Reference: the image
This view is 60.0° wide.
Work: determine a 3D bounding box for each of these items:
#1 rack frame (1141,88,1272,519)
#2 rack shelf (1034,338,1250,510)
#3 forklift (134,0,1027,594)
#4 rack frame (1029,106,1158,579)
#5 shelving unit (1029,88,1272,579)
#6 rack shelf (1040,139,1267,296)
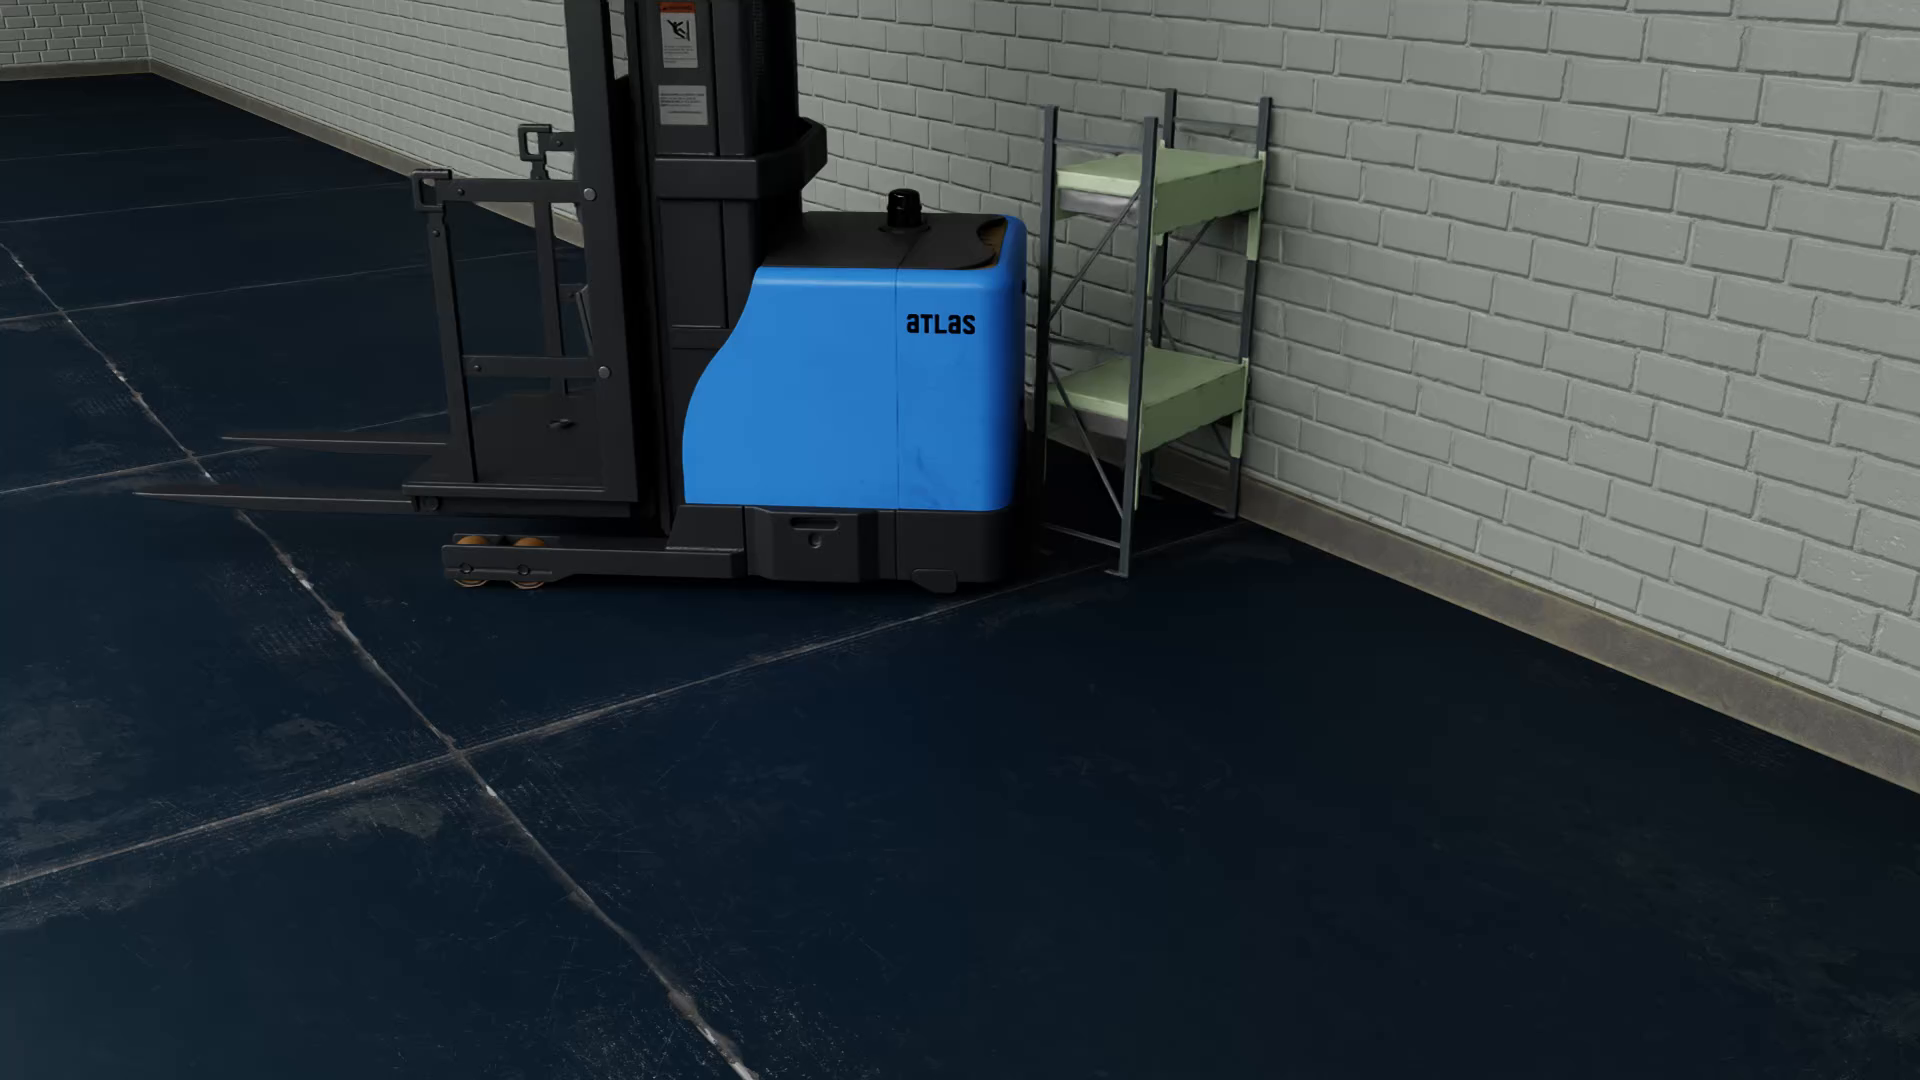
[{"bbox_3d":[0.865,-0.824,5.932,0.400,1.500,0.023,17,26,34],"label":"rack frame"},{"bbox_3d":[0.636,-0.418,5.779,0.431,0.370,0.720,17,26,34],"label":"rack shelf"},{"bbox_3d":[-1.295,-1.392,5.430,3.031,2.935,1.130,2,22,4],"label":"forklift"},{"bbox_3d":[0.419,-0.619,5.388,0.400,1.500,0.023,17,26,34],"label":"rack frame"},{"bbox_3d":[0.642,-0.722,5.660,0.431,1.500,0.755,17,26,34],"label":"shelving unit"},{"bbox_3d":[0.649,-1.085,5.518,0.431,0.370,0.720,17,26,34],"label":"rack shelf"}]
